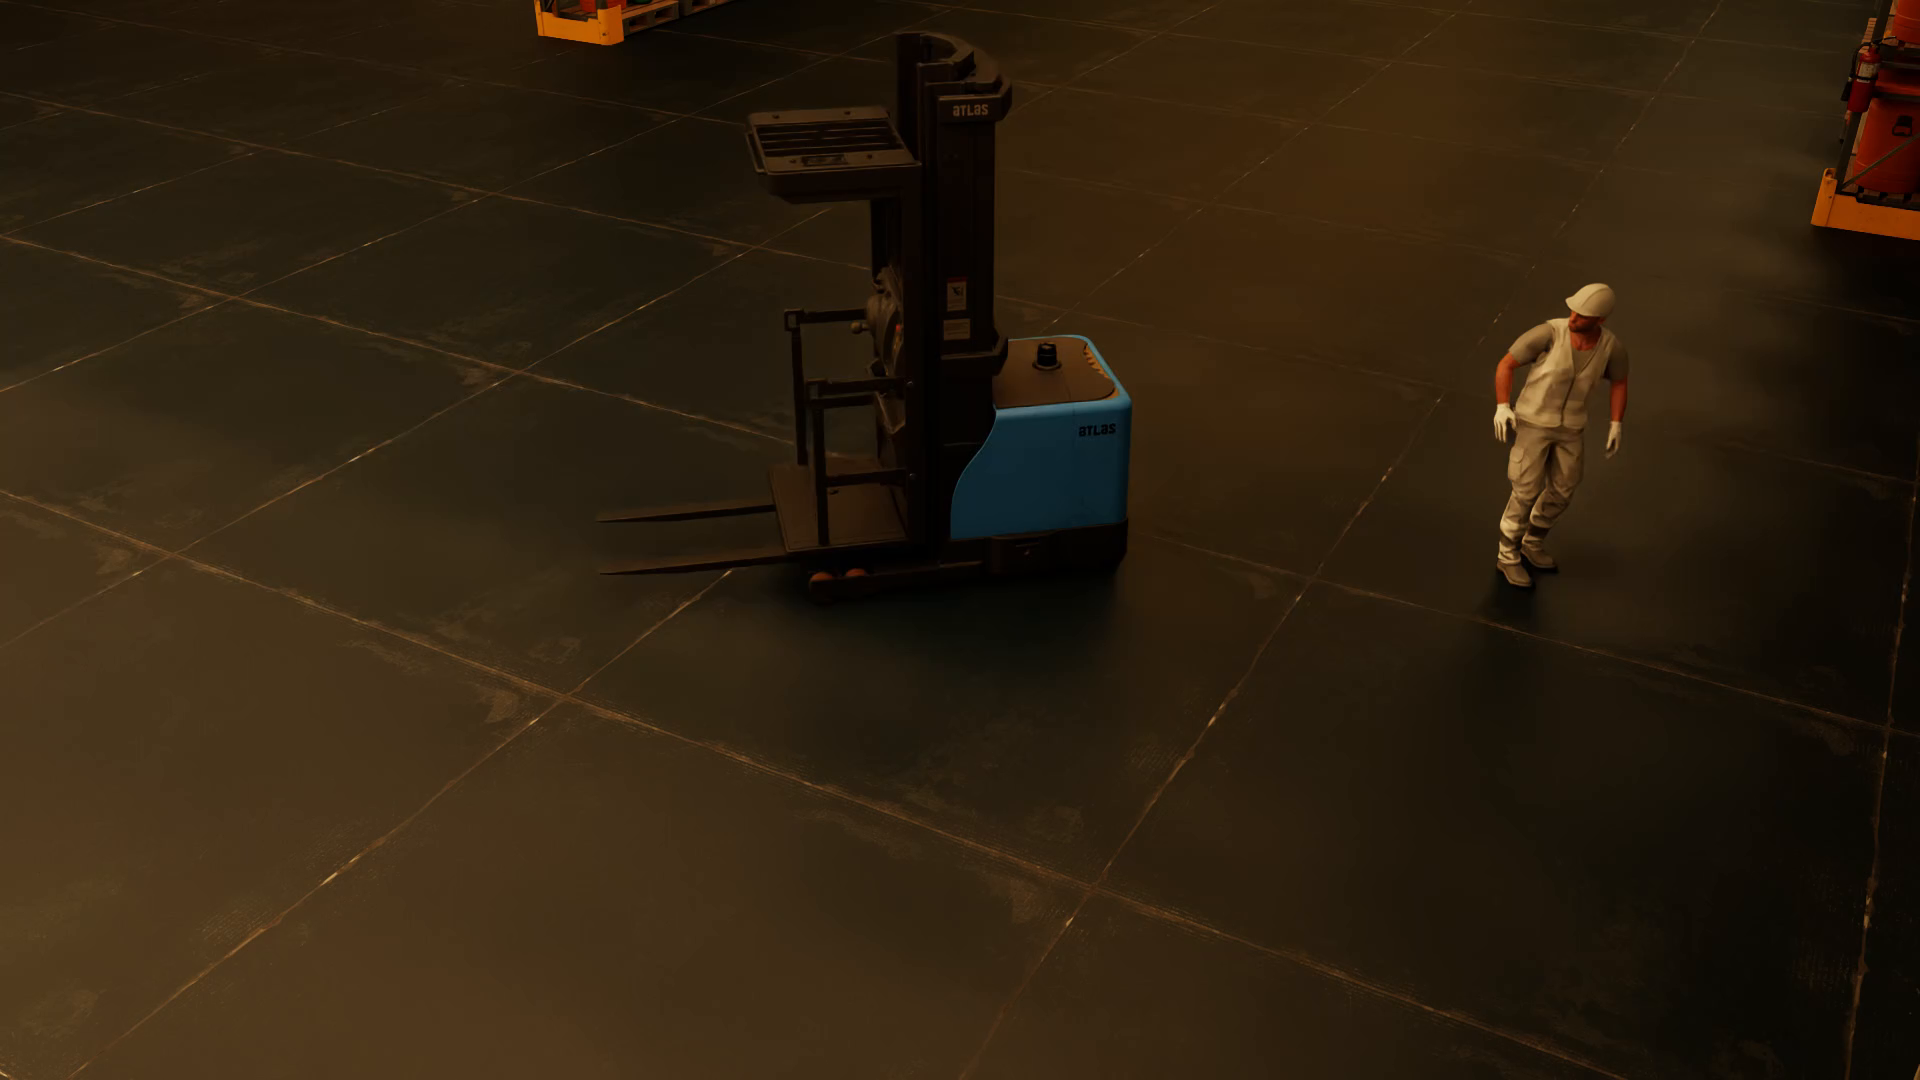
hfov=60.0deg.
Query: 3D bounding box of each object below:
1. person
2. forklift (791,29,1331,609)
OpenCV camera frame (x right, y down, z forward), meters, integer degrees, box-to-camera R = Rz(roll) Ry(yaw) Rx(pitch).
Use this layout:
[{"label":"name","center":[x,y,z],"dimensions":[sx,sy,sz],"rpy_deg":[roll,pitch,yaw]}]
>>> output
[{"label":"person","center":[3.253,-0.574,9.224],"dimensions":[0.652,1.779,0.636],"rpy_deg":[19,35,30]},{"label":"forklift","center":[0.597,-1.186,9.125],"dimensions":[3.031,2.935,1.130],"rpy_deg":[11,32,18]}]
